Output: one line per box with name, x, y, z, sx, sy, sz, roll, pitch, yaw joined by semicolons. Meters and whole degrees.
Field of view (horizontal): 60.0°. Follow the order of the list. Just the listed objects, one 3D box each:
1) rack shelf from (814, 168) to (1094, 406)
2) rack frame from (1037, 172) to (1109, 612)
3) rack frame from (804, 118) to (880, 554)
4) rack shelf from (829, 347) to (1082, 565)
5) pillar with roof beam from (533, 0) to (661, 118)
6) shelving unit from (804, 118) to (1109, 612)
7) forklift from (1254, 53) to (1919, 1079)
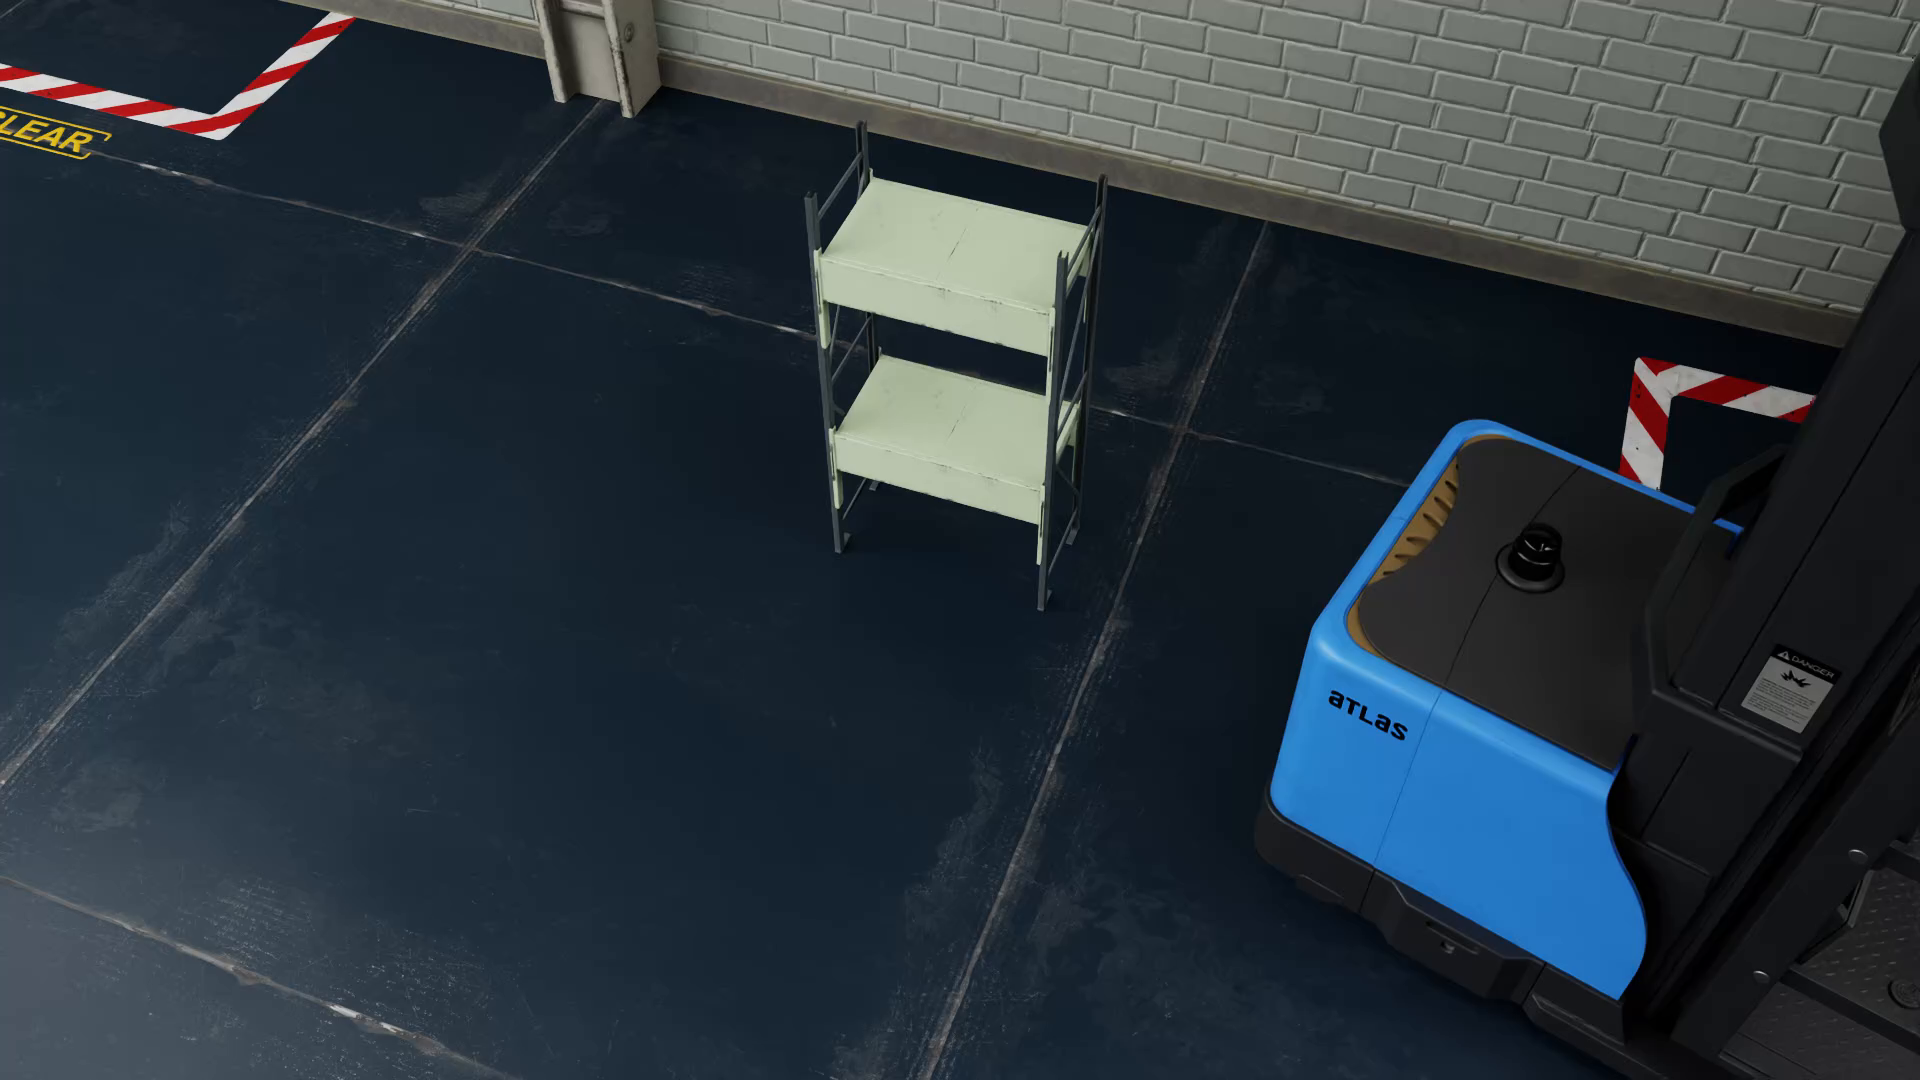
rack shelf;-0.006;-0.749;4.890;0.720;0.370;0.431;16;51;13
rack frame;0.337;-0.397;5.102;0.023;1.500;0.400;16;51;13
rack frame;-0.350;-0.589;5.268;0.023;1.500;0.400;16;51;13
rack shelf;-0.006;-0.279;5.431;0.720;0.370;0.431;16;51;13
pillar with roof beam;-3.074;-1.925;1.463;0.400;9.000;9.100;16;51;13
shelving unit;-0.006;-0.493;5.185;0.755;1.500;0.431;16;51;13
forklift;2.366;0.315;3.538;3.031;2.935;1.130;28;55;22
